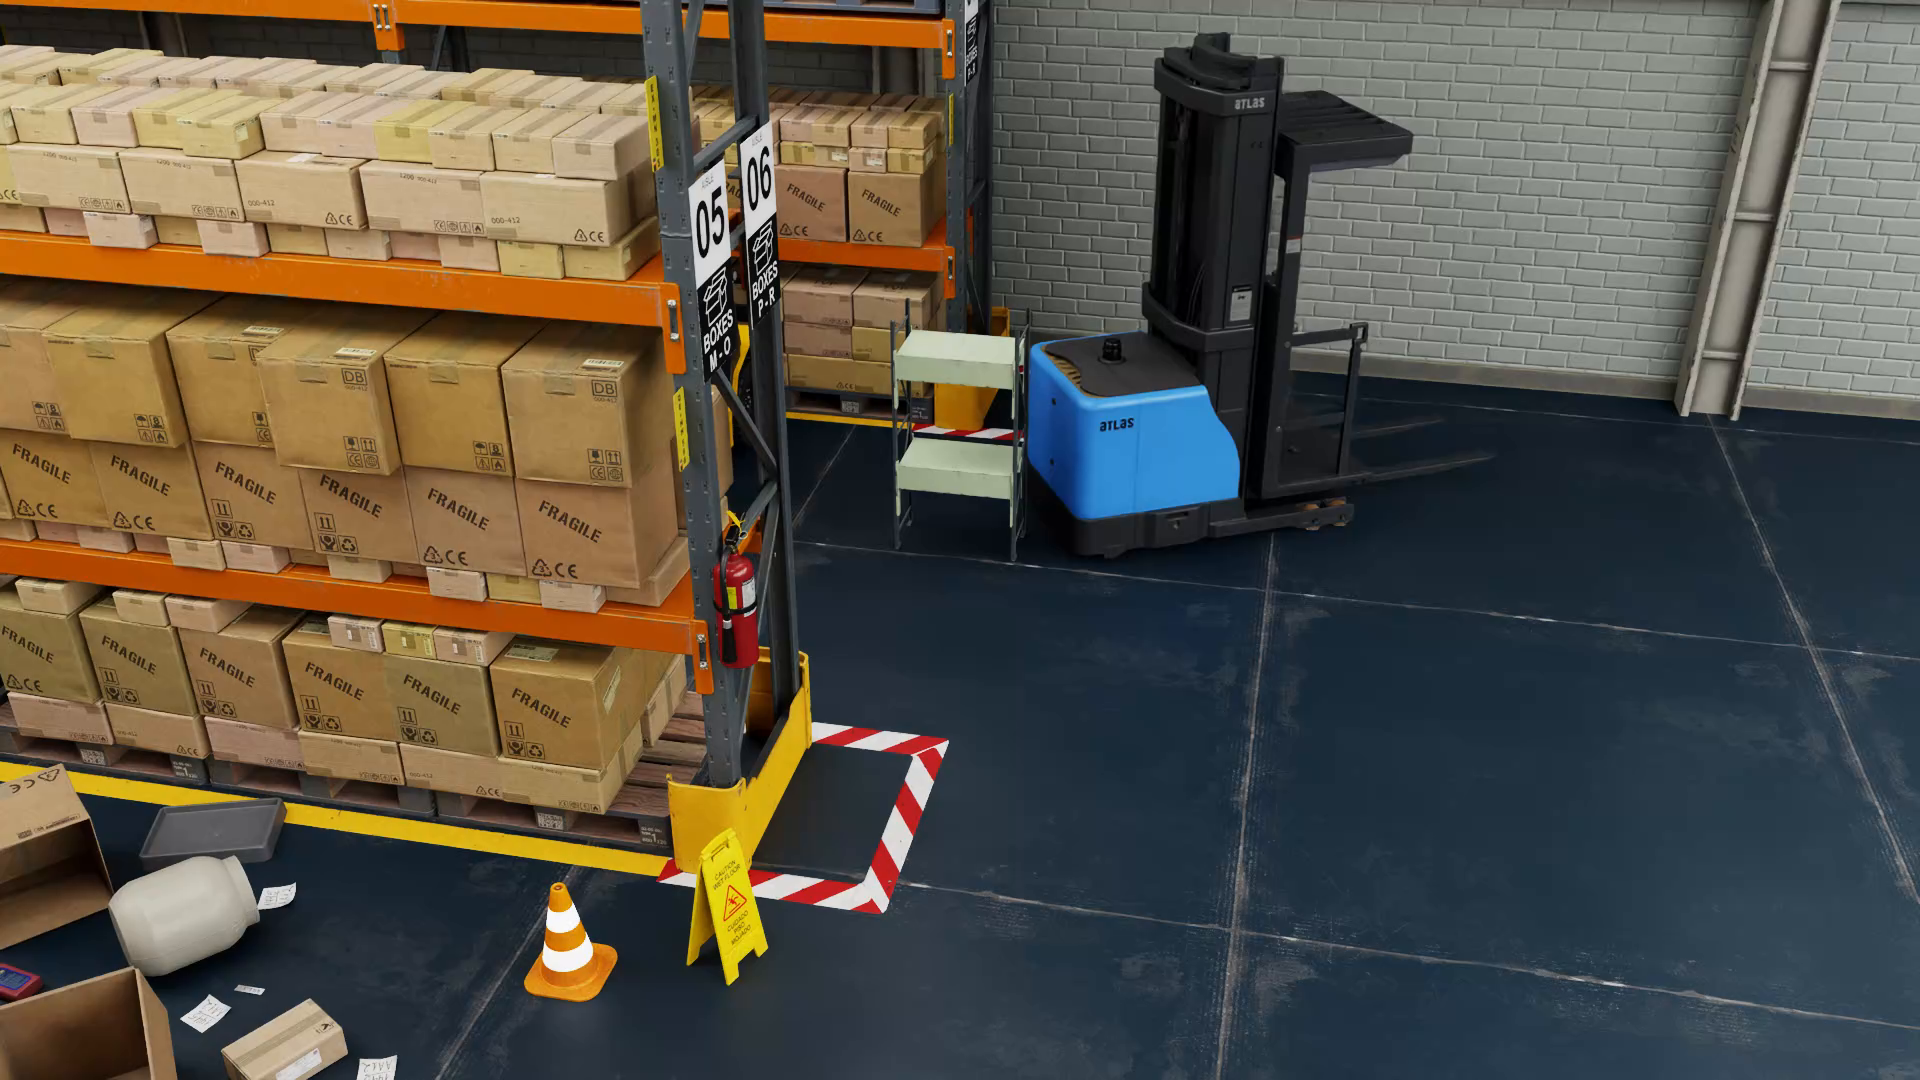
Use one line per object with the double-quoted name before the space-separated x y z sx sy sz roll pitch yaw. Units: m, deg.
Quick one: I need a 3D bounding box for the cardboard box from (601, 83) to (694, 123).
"cardboard box" -1.266 -1.733 6.762 0.250 0.149 0.380 6 29 10

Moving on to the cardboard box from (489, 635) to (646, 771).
"cardboard box" -1.799 0.688 7.676 0.500 0.500 0.500 6 29 11

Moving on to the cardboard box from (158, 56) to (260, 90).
"cardboard box" -3.234 -1.975 7.204 0.250 0.149 0.380 6 29 11

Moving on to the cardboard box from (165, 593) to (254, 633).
"cardboard box" -3.476 0.264 7.777 0.250 0.149 0.380 8 30 13

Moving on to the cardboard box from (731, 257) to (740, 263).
"cardboard box" -1.835 -2.090 12.491 0.500 0.250 0.500 5 29 10

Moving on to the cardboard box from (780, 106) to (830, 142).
"cardboard box" -1.060 -2.857 11.419 0.250 0.149 0.380 6 29 11

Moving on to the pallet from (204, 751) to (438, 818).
"pallet" -3.012 0.947 8.462 1.213 0.211 1.003 6 29 11

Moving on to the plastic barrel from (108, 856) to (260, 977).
"plastic barrel" -3.297 1.587 7.072 0.512 0.421 0.421 -21 35 -33

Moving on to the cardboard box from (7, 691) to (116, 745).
"cardboard box" -4.352 0.760 8.326 0.500 0.250 0.500 5 29 8

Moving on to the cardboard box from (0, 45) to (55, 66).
"cardboard box" -4.247 -2.084 7.402 0.250 0.149 0.380 5 29 9

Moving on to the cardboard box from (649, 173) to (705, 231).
"cardboard box" -1.218 -1.438 7.053 0.250 0.149 0.380 6 29 11

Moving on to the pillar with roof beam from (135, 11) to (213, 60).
"pillar with roof beam" -7.188 -4.083 8.498 0.400 9.000 9.100 6 29 11

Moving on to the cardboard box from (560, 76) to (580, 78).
"cardboard box" -2.966 -3.283 12.196 0.250 0.149 0.380 6 29 10

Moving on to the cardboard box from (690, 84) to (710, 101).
"cardboard box" -1.978 -3.164 11.979 0.250 0.149 0.380 7 29 12

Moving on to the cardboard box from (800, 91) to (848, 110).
"cardboard box" -0.961 -3.065 11.797 0.250 0.149 0.380 6 29 11

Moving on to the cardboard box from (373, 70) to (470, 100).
"cardboard box" -2.239 -1.845 6.967 0.250 0.149 0.380 6 29 10

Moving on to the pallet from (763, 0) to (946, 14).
"pallet" -0.614 -3.738 11.085 1.213 0.211 1.003 6 29 11

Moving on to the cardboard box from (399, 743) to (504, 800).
"cardboard box" -2.313 0.965 7.952 0.500 0.250 0.500 6 29 11

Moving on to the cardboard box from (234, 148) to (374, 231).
"cardboard box" -2.518 -1.453 6.665 0.500 0.250 0.500 7 29 12

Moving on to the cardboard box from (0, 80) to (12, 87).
"cardboard box" -4.116 -1.775 6.838 0.250 0.149 0.380 5 29 9

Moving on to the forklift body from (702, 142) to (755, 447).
"forklift body" -2.164 -1.339 10.618 1.214 2.155 2.313 6 29 11

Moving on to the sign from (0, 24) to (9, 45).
"sign" -7.639 -3.949 13.296 0.005 0.325 0.100 6 29 11

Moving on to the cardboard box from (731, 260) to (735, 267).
"cardboard box" -1.934 -1.843 12.040 0.500 0.250 0.500 5 29 10

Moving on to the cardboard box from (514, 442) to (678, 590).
"cardboard box" -1.549 -0.146 7.141 0.500 0.500 0.500 5 29 10

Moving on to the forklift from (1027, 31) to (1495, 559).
"forklift" 1.985 -1.575 10.237 3.031 2.935 1.130 -9 30 -15

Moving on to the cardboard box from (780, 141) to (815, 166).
"cardboard box" -1.063 -2.706 11.452 0.250 0.149 0.380 6 29 10

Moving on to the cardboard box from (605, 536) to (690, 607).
"cardboard box" -1.371 0.126 7.319 0.250 0.149 0.380 7 29 12

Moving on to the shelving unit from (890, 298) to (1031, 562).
"shelving unit" 0.007 -0.657 10.051 0.755 1.500 0.431 6 29 11

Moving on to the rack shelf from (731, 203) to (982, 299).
"rack shelf" -1.884 -2.263 12.171 4.000 0.370 1.077 6 29 11

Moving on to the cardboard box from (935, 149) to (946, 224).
"cardboard box" -0.355 -2.602 11.937 0.500 0.500 0.500 7 29 12

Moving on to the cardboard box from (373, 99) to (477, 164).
"cardboard box" -2.088 -1.608 6.533 0.250 0.149 0.380 6 29 11

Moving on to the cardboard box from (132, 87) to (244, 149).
"cardboard box" -3.095 -1.701 6.703 0.250 0.149 0.380 6 29 12

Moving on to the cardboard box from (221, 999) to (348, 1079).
"cardboard box" -2.664 2.021 6.565 0.250 0.149 0.380 23 36 36

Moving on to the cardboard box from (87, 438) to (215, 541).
"cardboard box" -3.517 -0.351 7.516 0.500 0.500 0.500 6 29 10

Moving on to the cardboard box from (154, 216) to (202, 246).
"cardboard box" -3.109 -1.352 6.895 0.250 0.149 0.380 6 29 11

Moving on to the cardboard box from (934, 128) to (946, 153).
"cardboard box" -0.206 -2.862 11.737 0.250 0.149 0.380 5 29 9

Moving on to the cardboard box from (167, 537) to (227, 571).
"cardboard box" -3.383 -0.023 7.591 0.250 0.149 0.380 6 29 11

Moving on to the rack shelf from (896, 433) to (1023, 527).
"rack shelf" 0.007 -0.371 10.207 0.720 0.370 0.431 6 29 11

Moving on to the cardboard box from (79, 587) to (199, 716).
"cardboard box" -3.826 0.479 8.058 0.500 0.500 0.500 7 29 13

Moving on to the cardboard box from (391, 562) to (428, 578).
"cardboard box" -2.368 0.014 7.524 0.250 0.149 0.380 6 29 11

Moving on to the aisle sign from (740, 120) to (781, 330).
"aisle sign" -0.836 -1.326 7.004 0.004 0.787 0.394 6 29 11

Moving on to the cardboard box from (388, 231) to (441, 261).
"cardboard box" -2.105 -1.266 6.738 0.250 0.149 0.380 6 29 11

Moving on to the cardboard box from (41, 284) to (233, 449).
"cardboard box" -3.507 -0.790 7.277 0.500 0.500 0.700 5 29 9

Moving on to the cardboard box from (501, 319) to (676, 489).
"cardboard box" -1.506 -0.608 6.944 0.500 0.500 0.700 5 29 9

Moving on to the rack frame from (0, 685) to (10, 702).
"rack frame" -4.873 -0.448 8.106 0.127 3.000 1.000 6 29 11

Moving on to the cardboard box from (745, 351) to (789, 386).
"cardboard box" -1.425 -1.364 12.205 0.500 0.250 0.500 6 29 11

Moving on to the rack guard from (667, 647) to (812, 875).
"rack guard" -1.035 1.042 7.988 0.348 0.500 1.175 6 29 11

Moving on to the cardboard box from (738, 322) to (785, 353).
"cardboard box" -1.467 -1.575 12.070 0.500 0.250 0.500 5 29 9

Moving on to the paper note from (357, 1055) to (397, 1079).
"paper note" -2.301 2.096 6.552 0.142 0.019 0.148 -4 29 -7

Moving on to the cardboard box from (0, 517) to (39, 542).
"cardboard box" -4.374 -0.154 7.832 0.250 0.149 0.380 7 29 12
